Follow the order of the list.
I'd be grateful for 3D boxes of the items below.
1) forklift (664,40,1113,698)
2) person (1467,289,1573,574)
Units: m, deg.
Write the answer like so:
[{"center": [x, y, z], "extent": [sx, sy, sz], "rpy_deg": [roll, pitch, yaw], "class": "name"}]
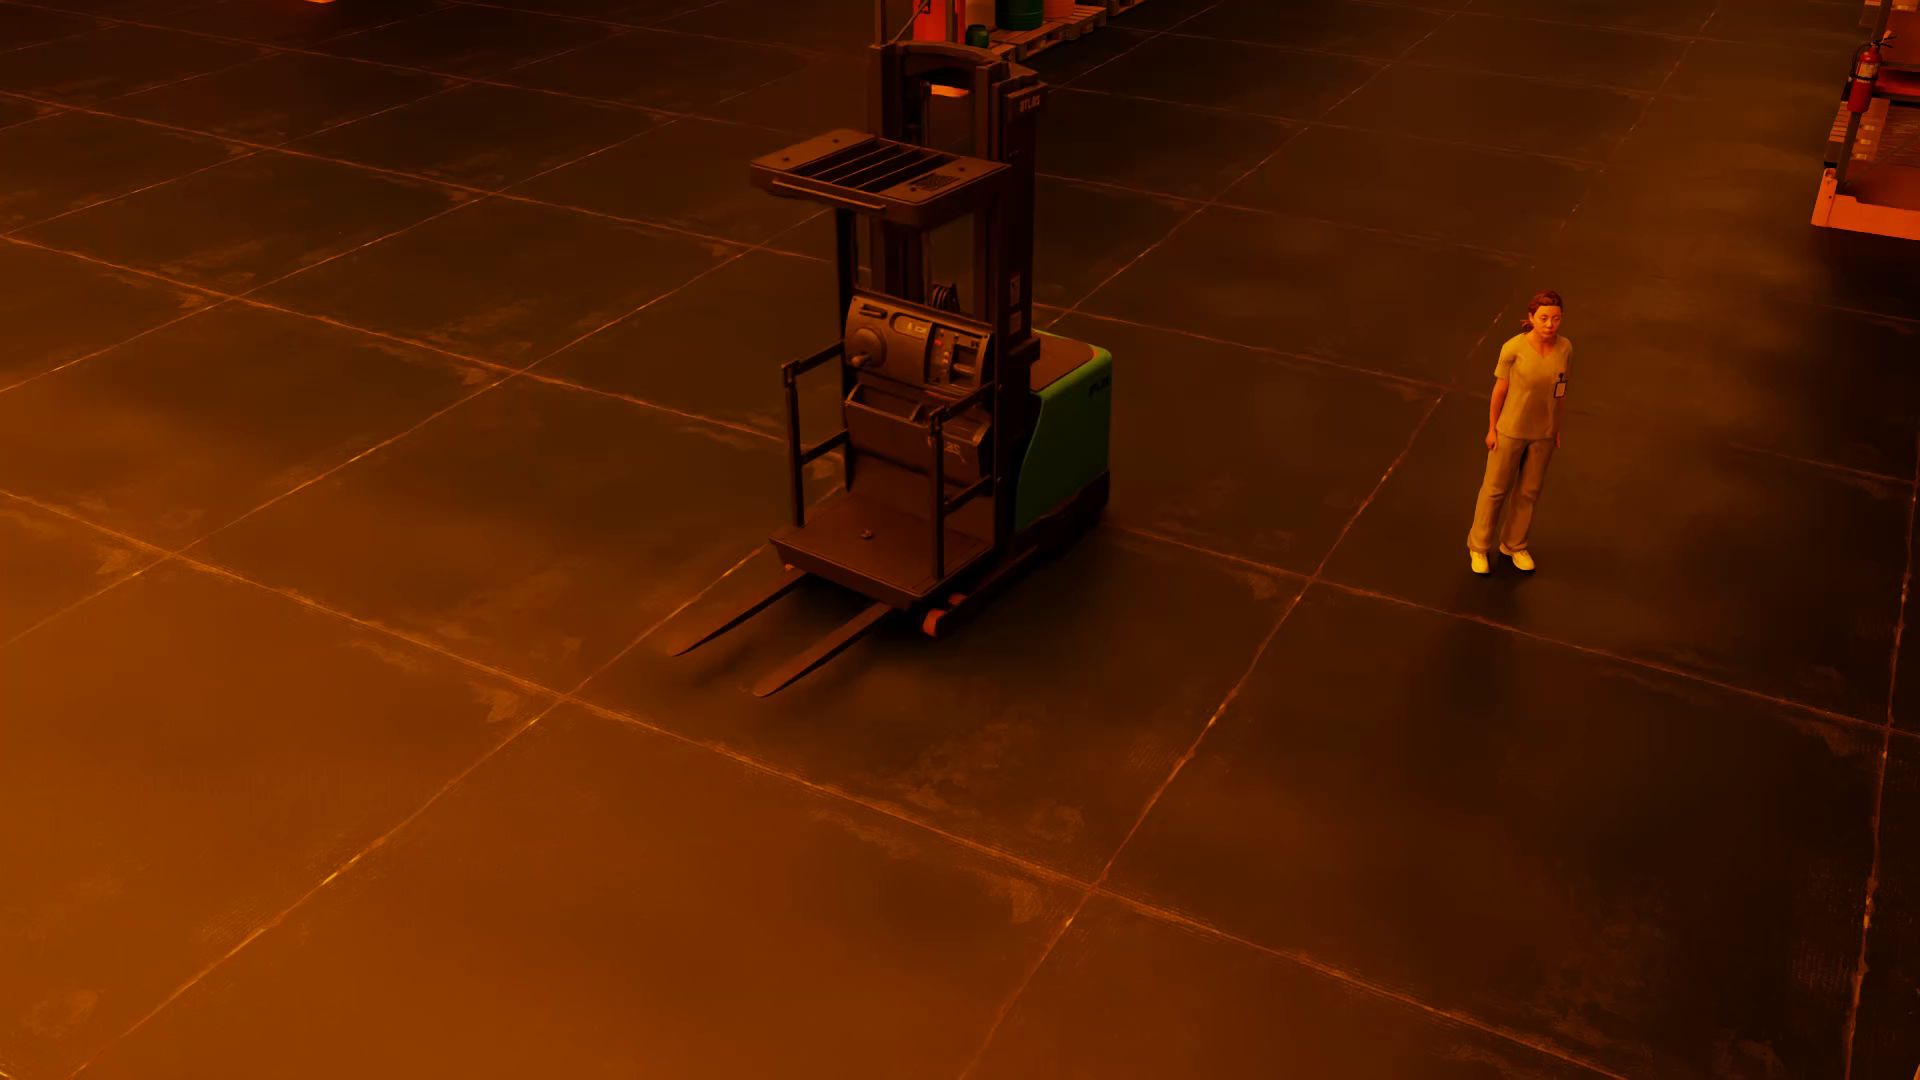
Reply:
[{"center": [-0.360, -1.007, 8.816], "extent": [1.130, 2.935, 3.031], "rpy_deg": [20, 36, 31], "class": "forklift"}, {"center": [3.186, -0.605, 9.377], "extent": [0.437, 1.673, 0.355], "rpy_deg": [-3, 30, -5], "class": "person"}]
